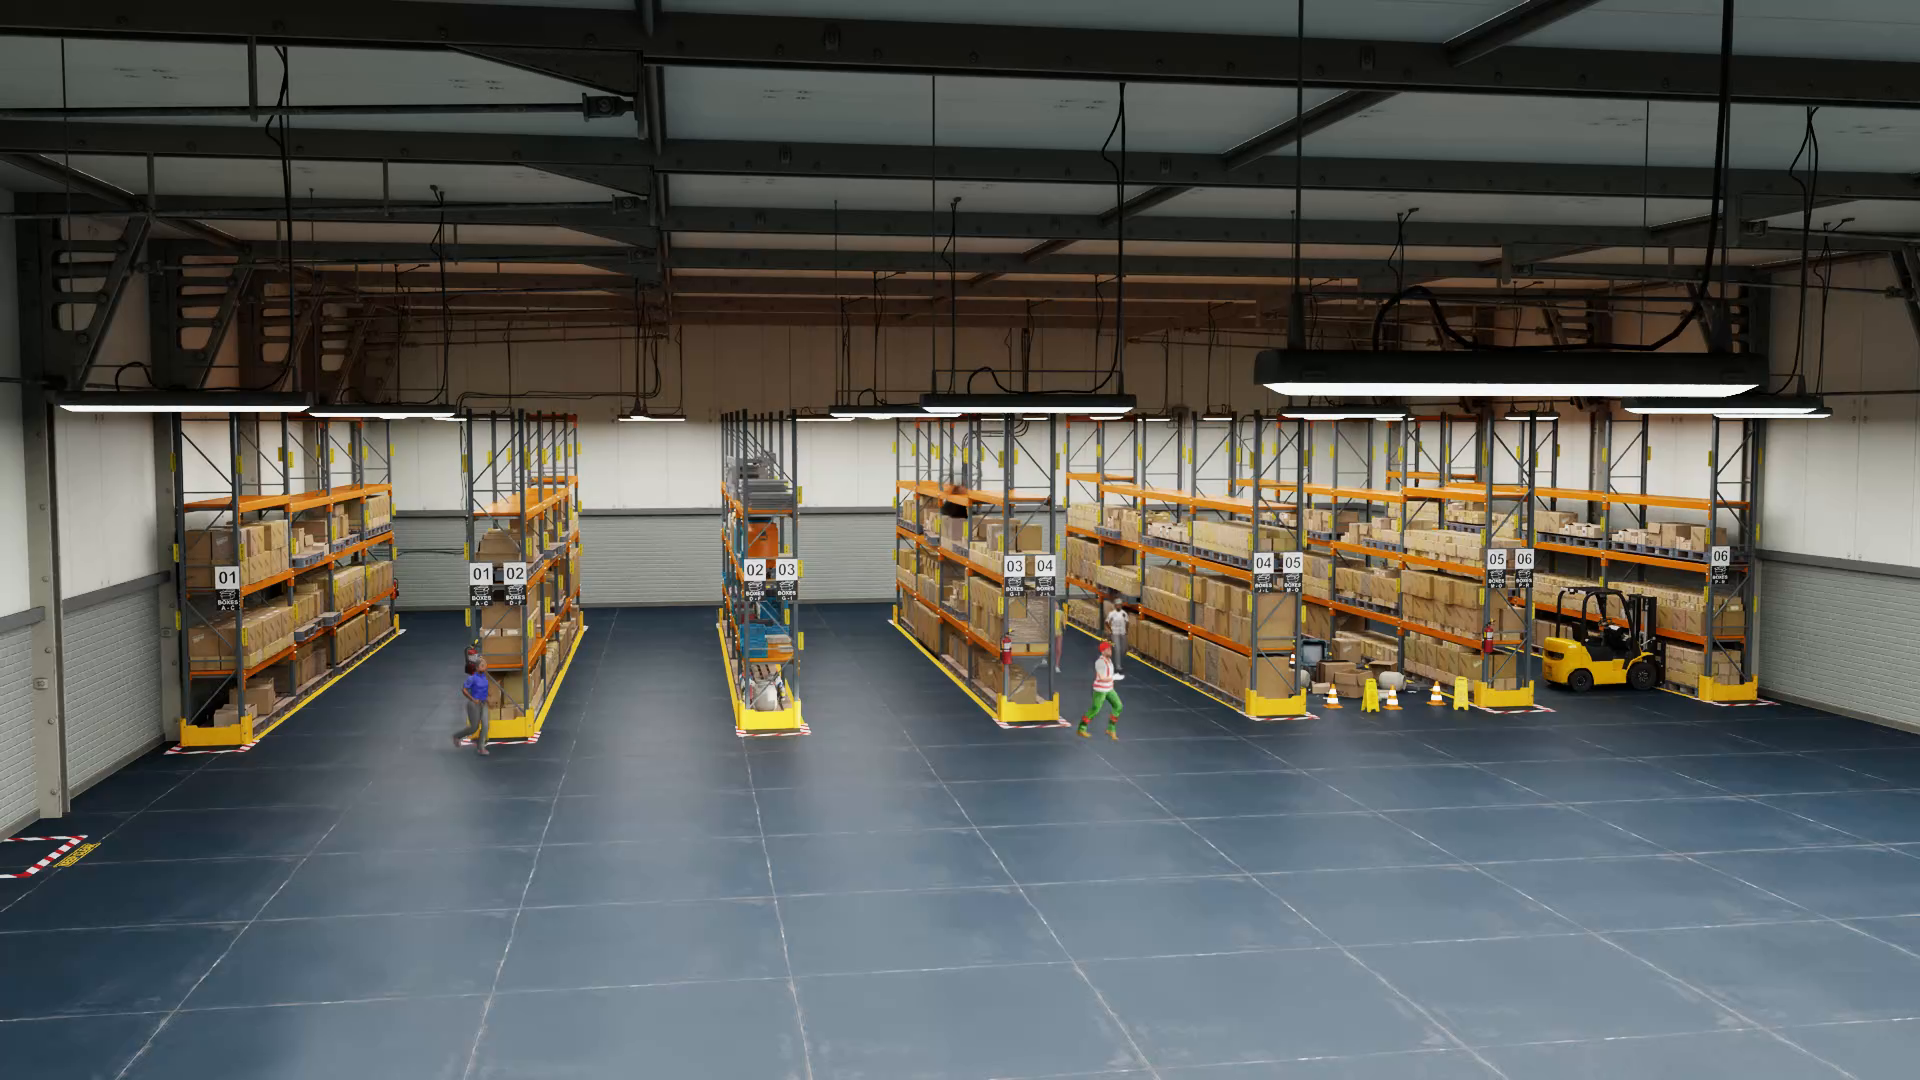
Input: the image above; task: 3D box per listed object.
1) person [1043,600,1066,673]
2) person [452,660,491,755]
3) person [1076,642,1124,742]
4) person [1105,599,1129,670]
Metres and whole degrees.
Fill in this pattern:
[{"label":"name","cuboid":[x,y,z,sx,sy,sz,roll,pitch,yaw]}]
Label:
[{"label":"person","cuboid":[2.200,2.217,38.644,0.587,1.662,0.820,-1,4,-15]},{"label":"person","cuboid":[-8.406,2.898,29.015,0.787,1.601,0.637,2,4,23]},{"label":"person","cuboid":[2.577,2.736,30.024,0.908,1.817,0.676,2,5,29]},{"label":"person","cuboid":[3.675,2.187,38.817,0.579,1.654,0.678,-1,4,-12]}]
